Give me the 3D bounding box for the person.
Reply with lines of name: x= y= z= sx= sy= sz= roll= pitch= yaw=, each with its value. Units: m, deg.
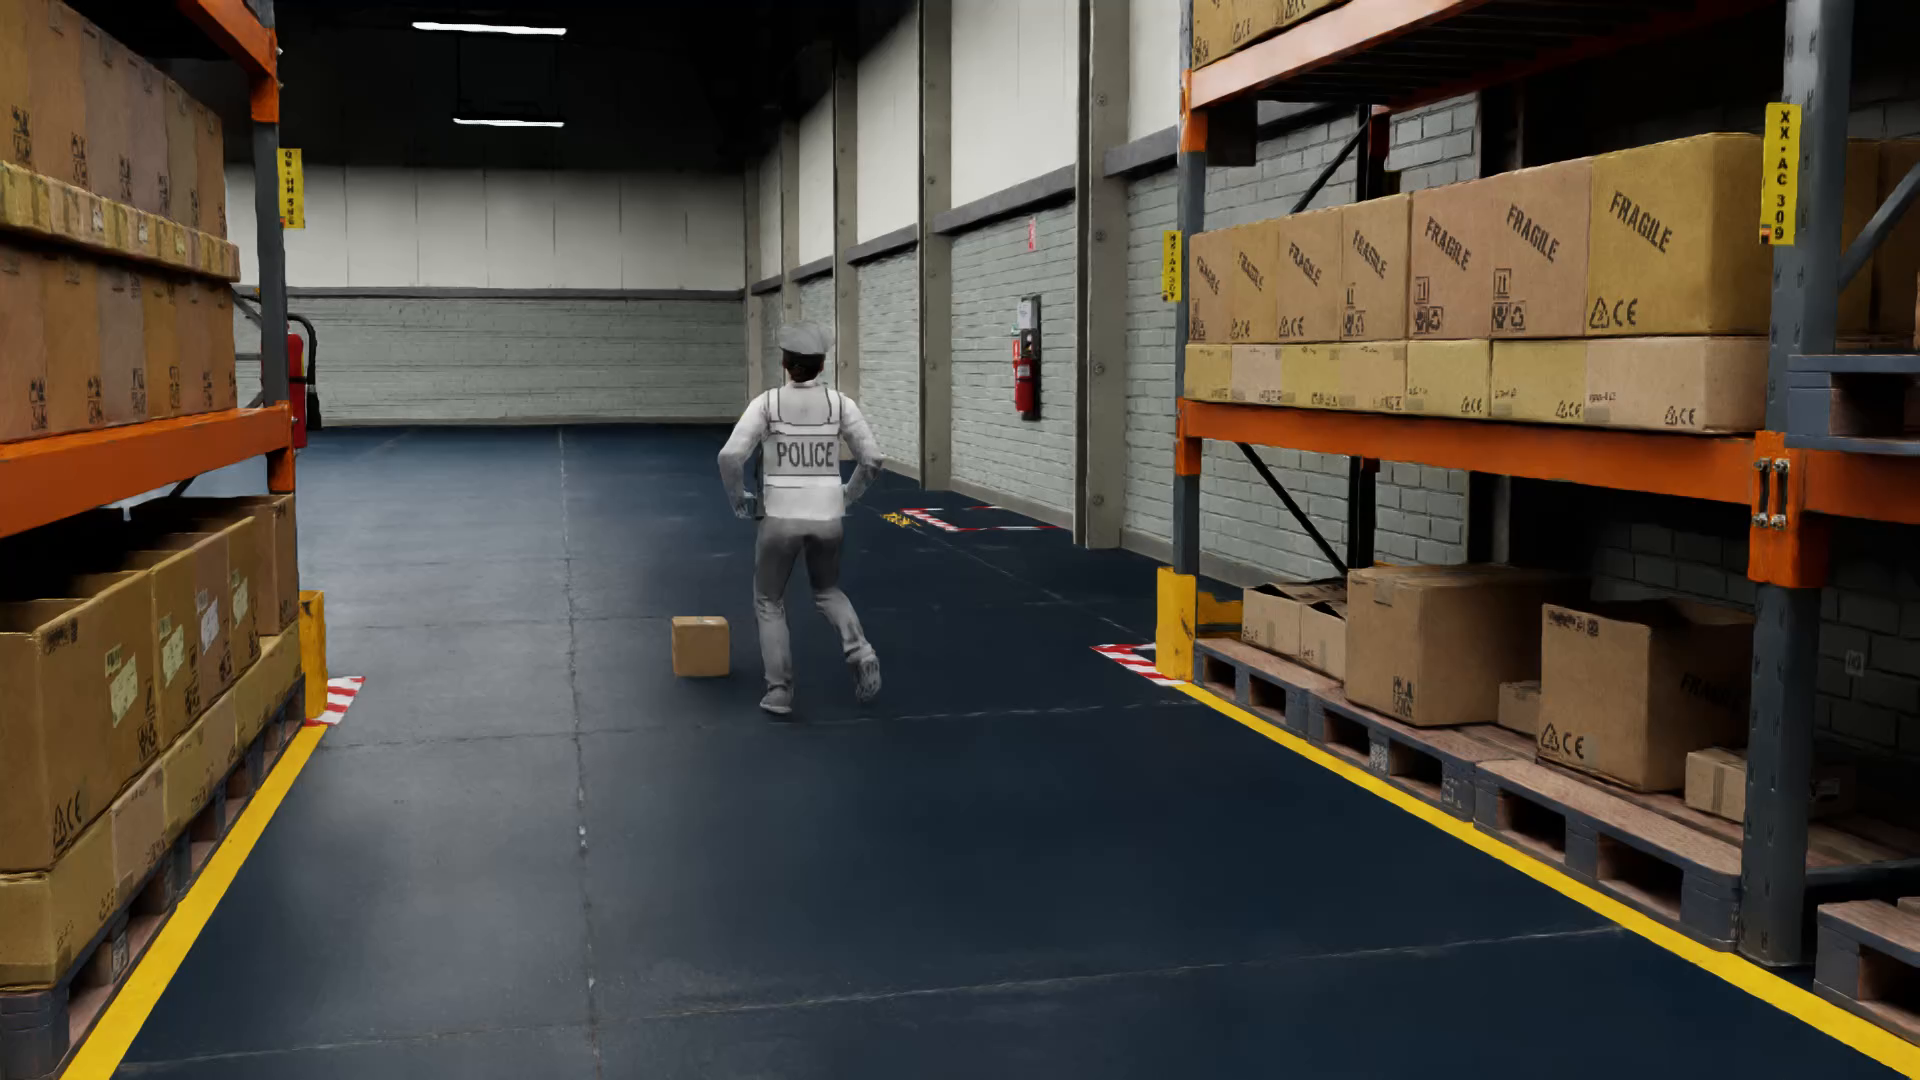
person: x=-0.693 y=-0.086 z=6.993 sx=0.689 sy=1.665 sz=0.454 roll=-2 pitch=7 yaw=-22
